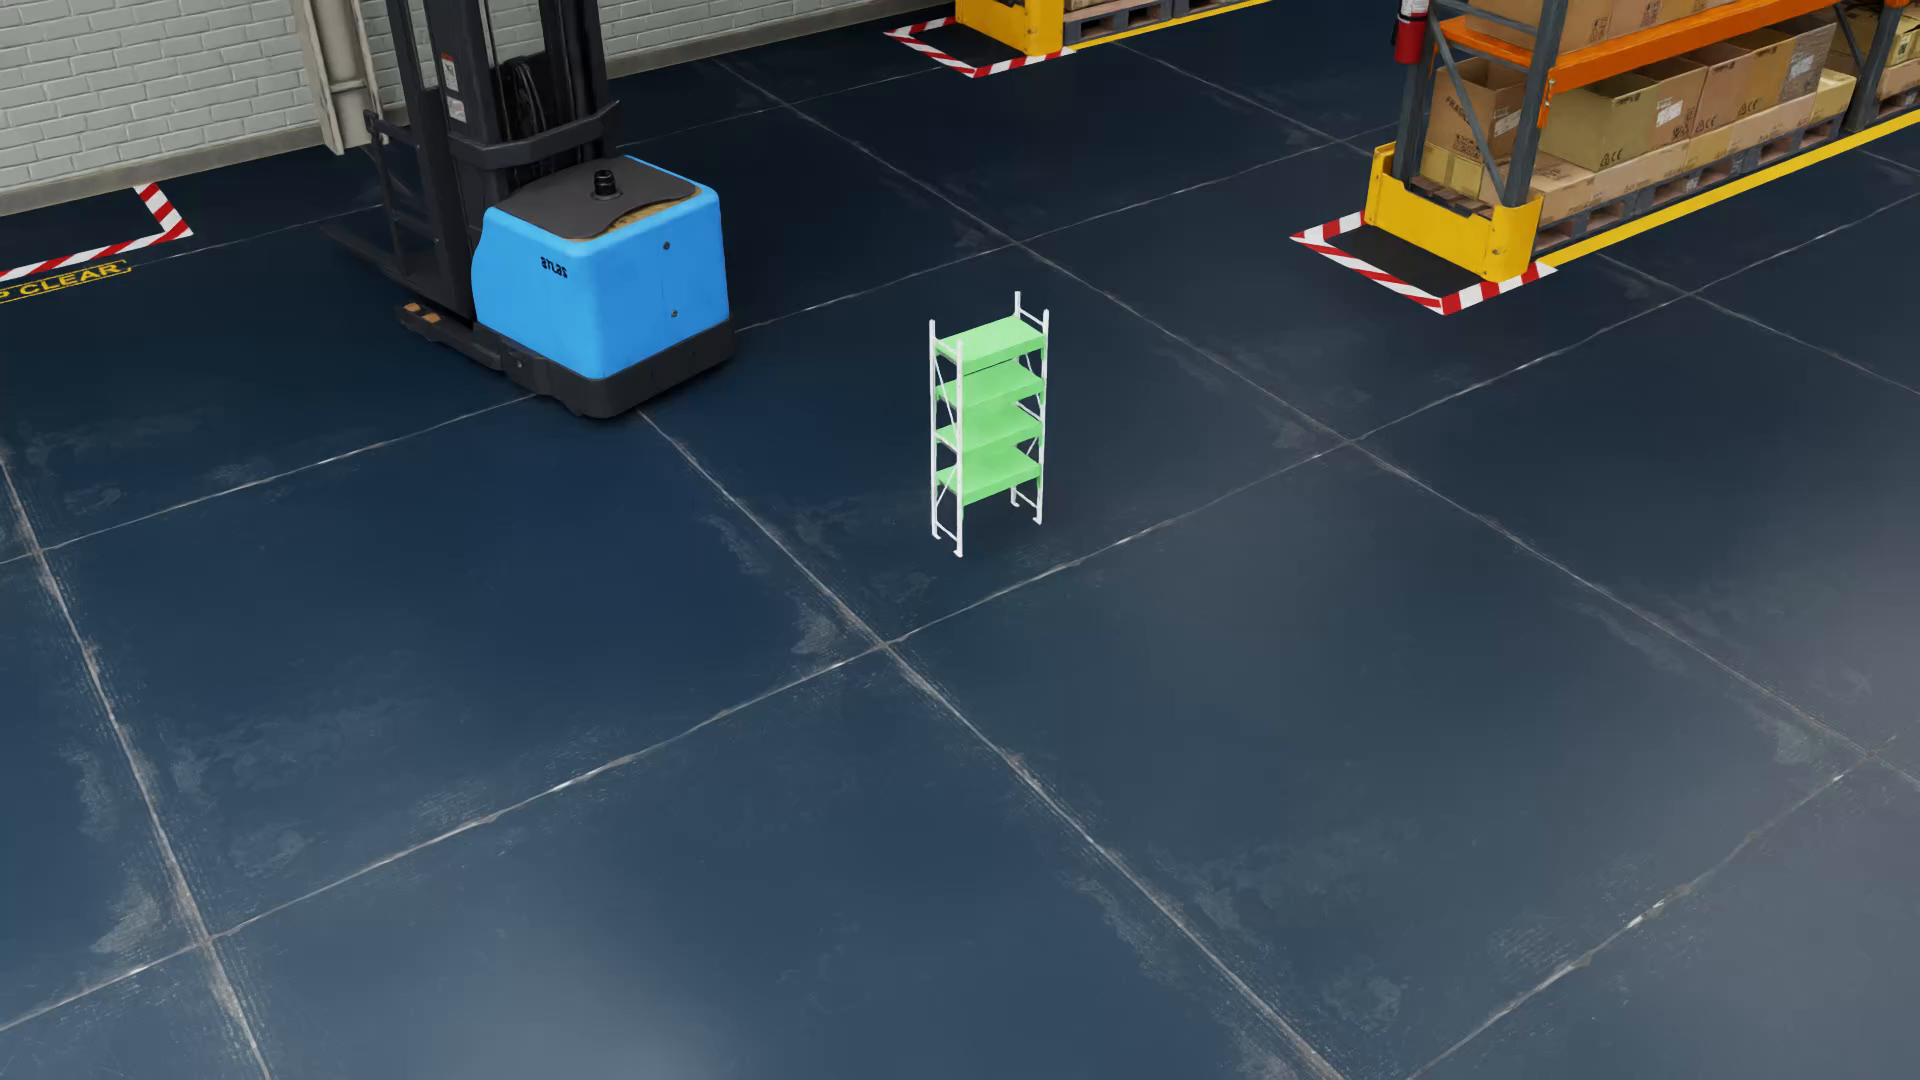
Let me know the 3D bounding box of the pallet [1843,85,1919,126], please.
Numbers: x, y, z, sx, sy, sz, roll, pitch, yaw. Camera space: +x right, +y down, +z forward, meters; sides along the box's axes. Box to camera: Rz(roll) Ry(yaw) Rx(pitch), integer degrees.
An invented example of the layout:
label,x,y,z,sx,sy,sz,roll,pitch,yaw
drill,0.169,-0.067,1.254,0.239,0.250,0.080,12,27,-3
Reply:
label,x,y,z,sx,sy,sz,roll,pitch,yaw
pallet,7.055,-3.657,13.153,1.213,0.211,1.003,-22,41,-28

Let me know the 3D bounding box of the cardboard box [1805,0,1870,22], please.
label,x,y,z,sx,sy,sz,roll,pitch,yaw
cardboard box,6.641,-4.077,12.865,0.500,0.311,0.500,-22,41,-28

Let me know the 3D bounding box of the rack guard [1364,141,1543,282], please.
label,x,y,z,sx,sy,sz,roll,pitch,yaw
rack guard,3.186,-2.154,10.816,0.348,0.500,1.175,-22,41,-28

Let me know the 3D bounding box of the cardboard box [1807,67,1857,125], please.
label,x,y,z,sx,sy,sz,roll,pitch,yaw
cardboard box,6.222,-3.316,12.287,0.500,0.250,0.500,-22,41,-28

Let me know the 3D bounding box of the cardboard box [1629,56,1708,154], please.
label,x,y,z,sx,sy,sz,roll,pitch,yaw
cardboard box,4.581,-2.953,11.140,0.500,0.500,0.500,-22,41,-28

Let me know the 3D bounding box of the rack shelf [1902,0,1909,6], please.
label,x,y,z,sx,sy,sz,roll,pitch,yaw
rack shelf,8.110,-4.903,13.114,4.000,0.370,1.077,-22,41,-28

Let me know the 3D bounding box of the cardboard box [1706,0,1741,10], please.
label,x,y,z,sx,sy,sz,roll,pitch,yaw
cardboard box,4.858,-3.890,11.004,0.500,0.500,0.700,-21,41,-27

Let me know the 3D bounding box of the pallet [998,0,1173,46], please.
label,x,y,z,sx,sy,sz,roll,pitch,yaw
pallet,1.095,-4.690,14.590,1.213,0.211,1.003,-22,41,-28

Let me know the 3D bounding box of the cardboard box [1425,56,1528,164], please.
label,x,y,z,sx,sy,sz,roll,pitch,yaw
cardboard box,3.472,-2.858,11.007,0.500,0.500,0.500,-22,41,-28

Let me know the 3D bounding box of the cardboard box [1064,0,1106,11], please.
label,x,y,z,sx,sy,sz,roll,pitch,yaw
cardboard box,0.966,-4.816,14.304,0.500,0.311,0.500,-28,44,-33

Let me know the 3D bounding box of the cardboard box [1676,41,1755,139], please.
label,x,y,z,sx,sy,sz,roll,pitch,yaw
cardboard box,5.000,-3.113,11.362,0.500,0.500,0.500,-22,41,-28

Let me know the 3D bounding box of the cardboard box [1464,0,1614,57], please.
label,x,y,z,sx,sy,sz,roll,pitch,yaw
cardboard box,3.594,-3.368,10.279,0.500,0.500,0.700,-22,41,-28

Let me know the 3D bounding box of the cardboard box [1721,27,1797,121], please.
label,x,y,z,sx,sy,sz,roll,pitch,yaw
cardboard box,5.400,-3.288,11.605,0.500,0.500,0.500,-22,41,-28

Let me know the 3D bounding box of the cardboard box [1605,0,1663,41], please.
label,x,y,z,sx,sy,sz,roll,pitch,yaw
cardboard box,4.021,-3.547,10.527,0.500,0.500,0.700,-21,41,-27

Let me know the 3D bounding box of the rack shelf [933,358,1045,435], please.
label,x,y,z,sx,sy,sz,roll,pitch,yaw
rack shelf,0.135,-0.686,7.874,0.480,0.148,0.258,-22,41,-28

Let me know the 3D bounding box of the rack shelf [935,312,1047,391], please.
label,x,y,z,sx,sy,sz,roll,pitch,yaw
rack shelf,0.135,-0.881,7.734,0.480,0.148,0.258,-22,41,-28

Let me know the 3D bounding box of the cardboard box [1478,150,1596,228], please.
label,x,y,z,sx,sy,sz,roll,pitch,yaw
cardboard box,3.772,-2.305,10.881,0.500,0.250,0.500,-22,41,-28

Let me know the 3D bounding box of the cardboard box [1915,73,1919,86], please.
label,x,y,z,sx,sy,sz,roll,pitch,yaw
cardboard box,7.366,-3.765,12.911,0.500,0.250,0.500,-21,41,-27

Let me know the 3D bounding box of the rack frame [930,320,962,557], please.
label,x,y,z,sx,sy,sz,roll,pitch,yaw
rack frame,-0.064,-0.461,7.863,0.015,1.200,0.240,-22,41,-28

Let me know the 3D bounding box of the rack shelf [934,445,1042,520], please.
label,x,y,z,sx,sy,sz,roll,pitch,yaw
rack shelf,0.135,-0.296,8.155,0.480,0.148,0.258,-22,41,-28

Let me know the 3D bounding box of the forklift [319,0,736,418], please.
label,x,y,z,sx,sy,sz,roll,pitch,yaw
forklift,-2.746,-2.577,9.323,3.031,2.935,1.130,27,44,32

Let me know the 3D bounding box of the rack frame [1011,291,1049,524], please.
label,x,y,z,sx,sy,sz,roll,pitch,yaw
rack frame,0.335,-0.625,8.091,0.015,1.200,0.240,-22,41,-28

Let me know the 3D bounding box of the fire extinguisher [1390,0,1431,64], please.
label,x,y,z,sx,sy,sz,roll,pitch,yaw
fire extinguisher,2.841,-3.327,10.373,0.183,0.674,0.296,-22,41,-28

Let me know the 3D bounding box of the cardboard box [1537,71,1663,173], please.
label,x,y,z,sx,sy,sz,roll,pitch,yaw
cardboard box,4.180,-2.779,10.897,0.500,0.500,0.500,-22,41,-28

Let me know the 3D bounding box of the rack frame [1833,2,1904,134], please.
label,x,y,z,sx,sy,sz,roll,pitch,yaw
rack frame,6.475,-4.522,11.969,0.127,3.000,1.000,-22,41,-28

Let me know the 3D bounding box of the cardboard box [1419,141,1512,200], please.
label,x,y,z,sx,sy,sz,roll,pitch,yaw
cardboard box,3.474,-2.552,11.225,0.500,0.250,0.500,-22,41,-28

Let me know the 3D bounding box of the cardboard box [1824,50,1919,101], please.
label,x,y,z,sx,sy,sz,roll,pitch,yaw
cardboard box,6.948,-3.594,12.673,0.500,0.250,0.500,-23,42,-29

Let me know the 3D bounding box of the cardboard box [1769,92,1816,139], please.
label,x,y,z,sx,sy,sz,roll,pitch,yaw
cardboard box,5.808,-3.153,12.060,0.500,0.250,0.500,-22,41,-28

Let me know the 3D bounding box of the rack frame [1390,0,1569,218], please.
label,x,y,z,sx,sy,sz,roll,pitch,yaw
rack frame,3.206,-3.177,10.098,0.127,3.000,1.000,-22,41,-28

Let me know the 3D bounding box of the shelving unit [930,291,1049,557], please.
label,x,y,z,sx,sy,sz,roll,pitch,yaw
shelving unit,0.135,-0.543,7.977,0.503,1.200,0.258,-22,41,-28

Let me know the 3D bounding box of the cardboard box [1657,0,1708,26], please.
label,x,y,z,sx,sy,sz,roll,pitch,yaw
cardboard box,4.430,-3.711,10.756,0.500,0.500,0.700,-22,41,-28

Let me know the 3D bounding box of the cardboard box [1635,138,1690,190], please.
label,x,y,z,sx,sy,sz,roll,pitch,yaw
cardboard box,4.588,-2.643,11.351,0.500,0.250,0.500,-22,41,-28

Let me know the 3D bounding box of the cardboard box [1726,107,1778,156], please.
label,x,y,z,sx,sy,sz,roll,pitch,yaw
cardboard box,5.407,-2.977,11.816,0.500,0.250,0.500,-22,41,-28

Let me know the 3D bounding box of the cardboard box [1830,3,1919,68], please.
label,x,y,z,sx,sy,sz,roll,pitch,yaw
cardboard box,6.956,-3.824,12.513,0.500,0.311,0.500,-22,41,-28

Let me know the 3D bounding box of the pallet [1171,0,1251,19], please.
label,x,y,z,sx,sy,sz,roll,pitch,yaw
pallet,2.092,-5.097,15.157,1.213,0.211,1.003,-22,41,-28

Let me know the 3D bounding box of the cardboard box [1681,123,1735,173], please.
label,x,y,z,sx,sy,sz,roll,pitch,yaw
cardboard box,4.999,-2.809,11.582,0.500,0.250,0.500,-22,41,-28

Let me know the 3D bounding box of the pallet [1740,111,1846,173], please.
label,x,y,z,sx,sy,sz,roll,pitch,yaw
pallet,5.801,-3.143,12.439,1.213,0.211,1.003,-22,41,-28

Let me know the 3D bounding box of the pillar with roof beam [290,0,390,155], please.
label,x,y,z,sx,sy,sz,roll,pitch,yaw
pillar with roof beam,-2.002,-4.551,6.870,0.400,9.000,9.100,-22,41,-28

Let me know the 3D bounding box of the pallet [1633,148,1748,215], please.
label,x,y,z,sx,sy,sz,roll,pitch,yaw
pallet,4.803,-2.730,11.865,1.213,0.211,1.003,-22,41,-28

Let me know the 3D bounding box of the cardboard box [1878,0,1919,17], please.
label,x,y,z,sx,sy,sz,roll,pitch,yaw
cardboard box,7.369,-3.990,12.744,0.500,0.311,0.500,-23,42,-28

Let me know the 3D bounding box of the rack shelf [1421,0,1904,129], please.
label,x,y,z,sx,sy,sz,roll,pitch,yaw
rack shelf,4.840,-3.557,11.243,4.000,0.370,1.077,-22,41,-28

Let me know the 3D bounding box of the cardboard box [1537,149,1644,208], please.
label,x,y,z,sx,sy,sz,roll,pitch,yaw
cardboard box,4.179,-2.475,11.118,0.500,0.250,0.500,-22,41,-28

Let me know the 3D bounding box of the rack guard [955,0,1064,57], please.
label,x,y,z,sx,sy,sz,roll,pitch,yaw
rack guard,0.411,-4.550,14.149,0.348,0.500,1.175,-22,41,-28

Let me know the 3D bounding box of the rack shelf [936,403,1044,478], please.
label,x,y,z,sx,sy,sz,roll,pitch,yaw
rack shelf,0.135,-0.491,8.014,0.480,0.148,0.258,-22,41,-28

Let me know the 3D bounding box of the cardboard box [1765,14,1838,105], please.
label,x,y,z,sx,sy,sz,roll,pitch,yaw
cardboard box,5.807,-3.458,11.842,0.500,0.500,0.500,-22,41,-28

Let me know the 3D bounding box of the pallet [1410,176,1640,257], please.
label,x,y,z,sx,sy,sz,roll,pitch,yaw
pallet,3.806,-2.322,11.297,1.213,0.211,1.003,-22,41,-28

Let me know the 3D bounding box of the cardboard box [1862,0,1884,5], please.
label,x,y,z,sx,sy,sz,roll,pitch,yaw
cardboard box,7.063,-4.255,13.112,0.500,0.311,0.500,-21,41,-27
